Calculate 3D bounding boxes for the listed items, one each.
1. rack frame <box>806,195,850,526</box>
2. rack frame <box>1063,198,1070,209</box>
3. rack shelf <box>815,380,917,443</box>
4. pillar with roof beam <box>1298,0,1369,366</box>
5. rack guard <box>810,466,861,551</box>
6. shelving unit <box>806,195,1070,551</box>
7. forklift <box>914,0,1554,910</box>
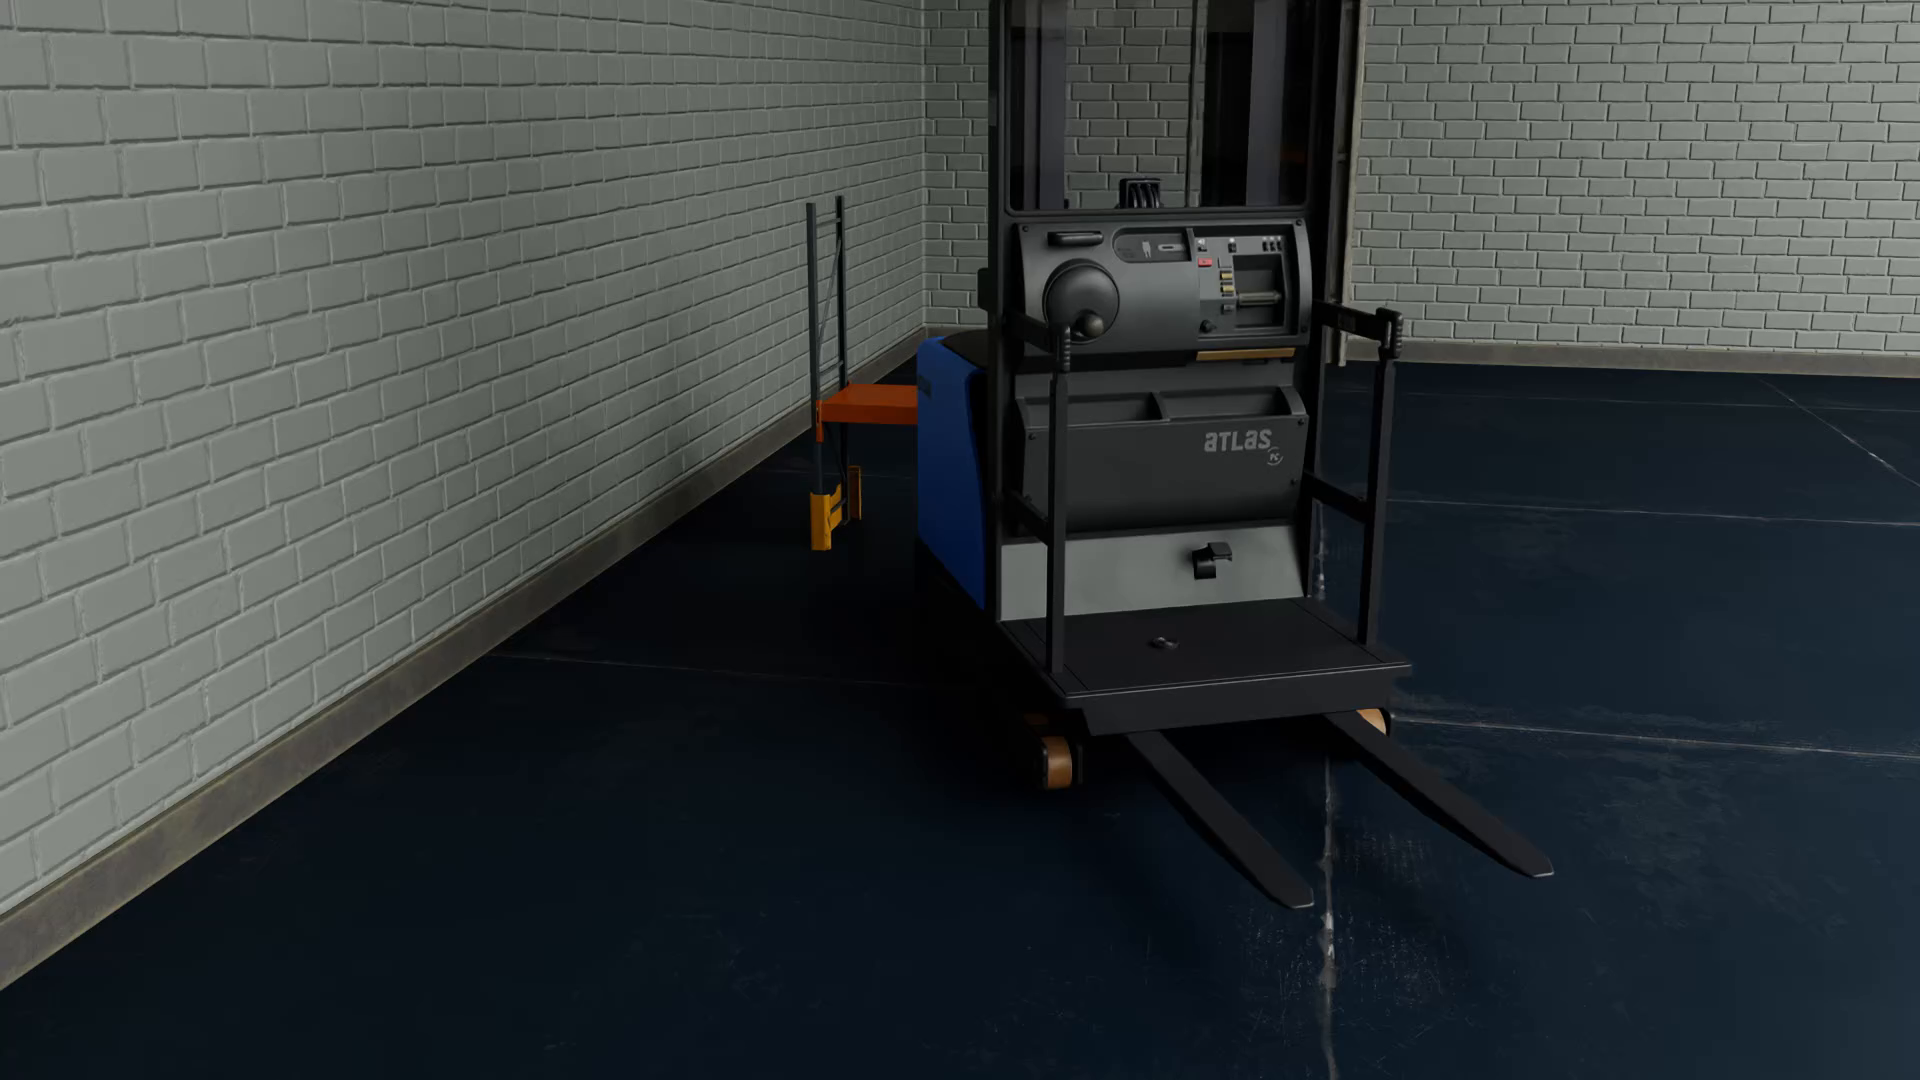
[{"bbox_3d":[-0.582,-0.754,7.406,0.032,1.500,0.500,3,16,11],"label":"rack frame"},{"bbox_3d":[0.415,-0.700,7.211,0.032,1.500,0.500,3,16,11],"label":"rack frame"},{"bbox_3d":[-0.084,-0.554,7.356,1.000,0.185,0.538,3,16,11],"label":"rack shelf"},{"bbox_3d":[1.768,-4.519,6.949,0.400,9.000,9.100,3,16,11],"label":"pillar with roof beam"},{"bbox_3d":[-0.563,-0.151,7.569,0.087,0.250,0.587,3,16,11],"label":"rack guard"},{"bbox_3d":[-0.075,-0.727,7.306,1.083,1.500,0.587,3,16,11],"label":"shelving unit"},{"bbox_3d":[0.684,-0.792,4.861,1.130,2.935,3.031,-4,16,-14],"label":"forklift"}]
